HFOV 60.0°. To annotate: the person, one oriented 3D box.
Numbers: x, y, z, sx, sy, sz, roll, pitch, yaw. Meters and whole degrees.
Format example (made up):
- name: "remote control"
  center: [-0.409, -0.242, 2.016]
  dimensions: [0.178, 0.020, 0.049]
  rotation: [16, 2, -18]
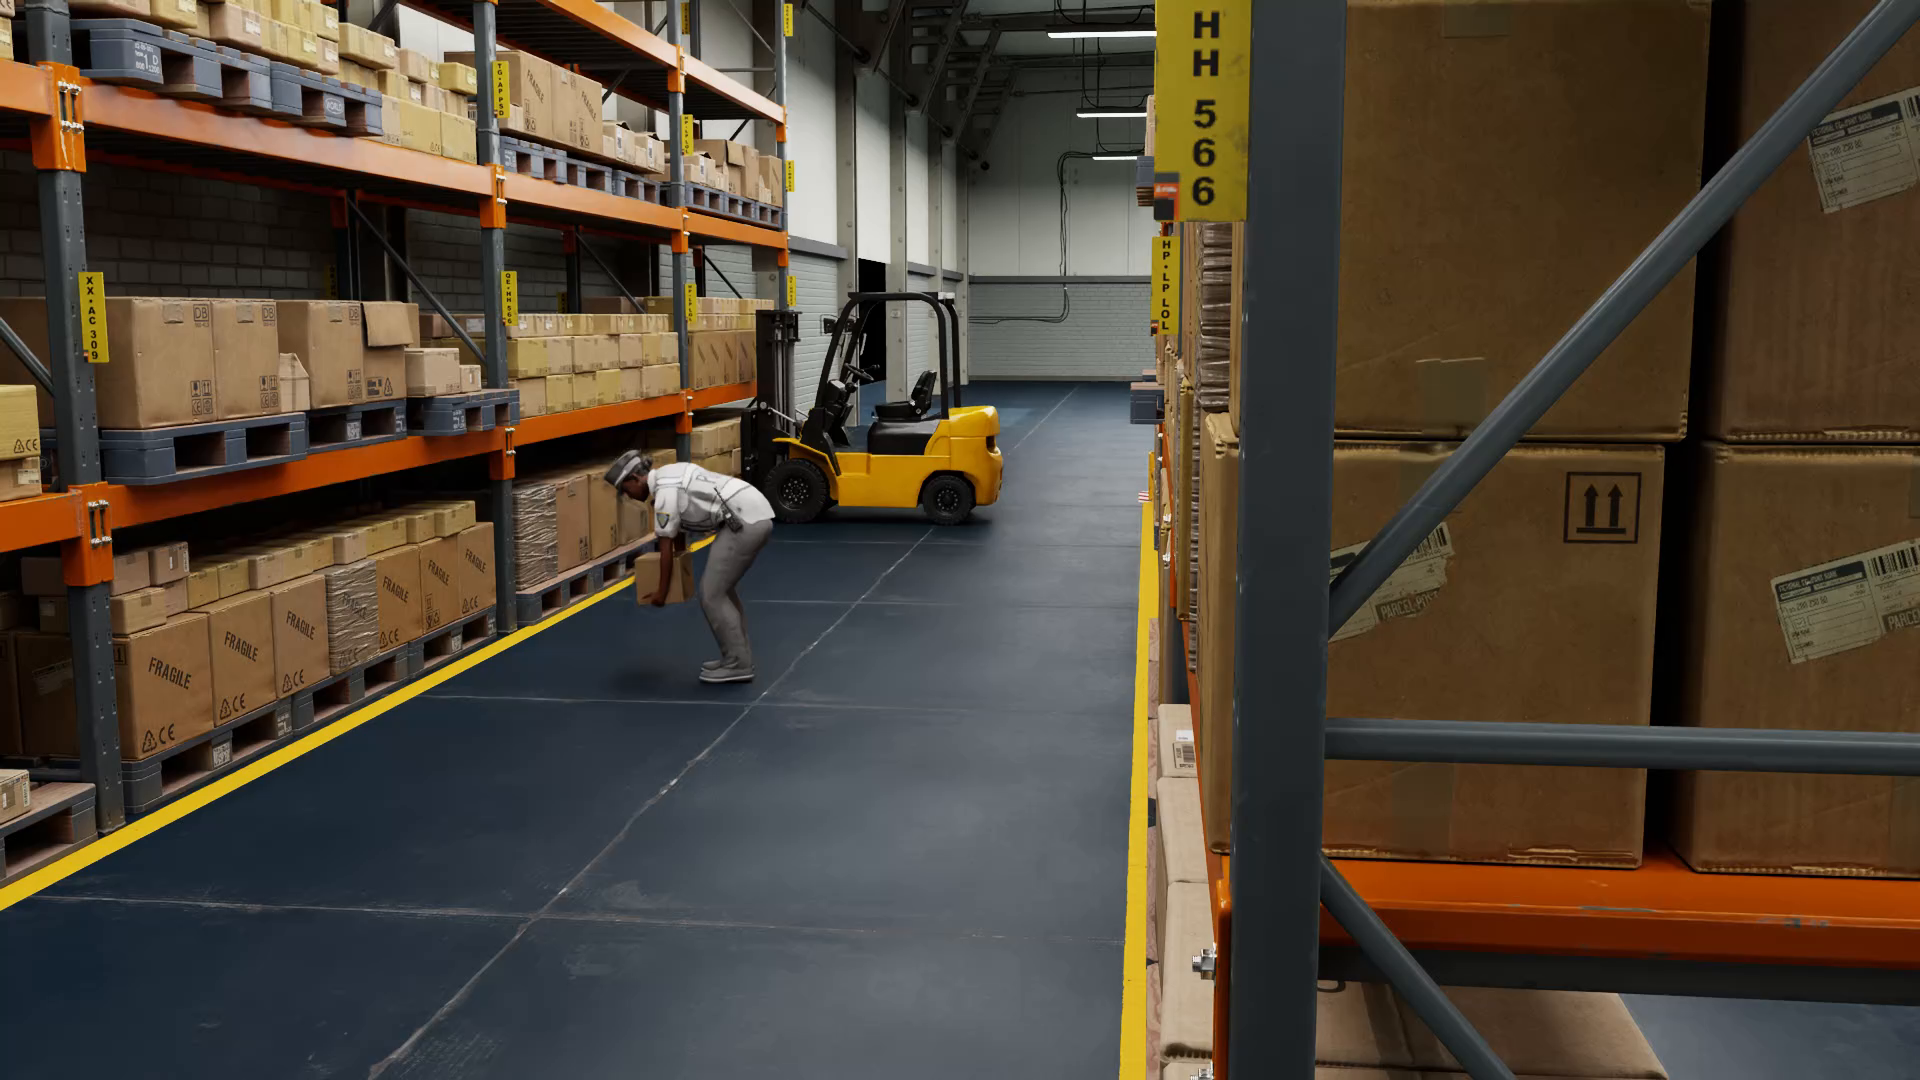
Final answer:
- name: "person"
  center: [-1.456, 0.130, 8.948]
  dimensions: [0.920, 1.238, 0.412]
  rotation: [1, 8, 5]
